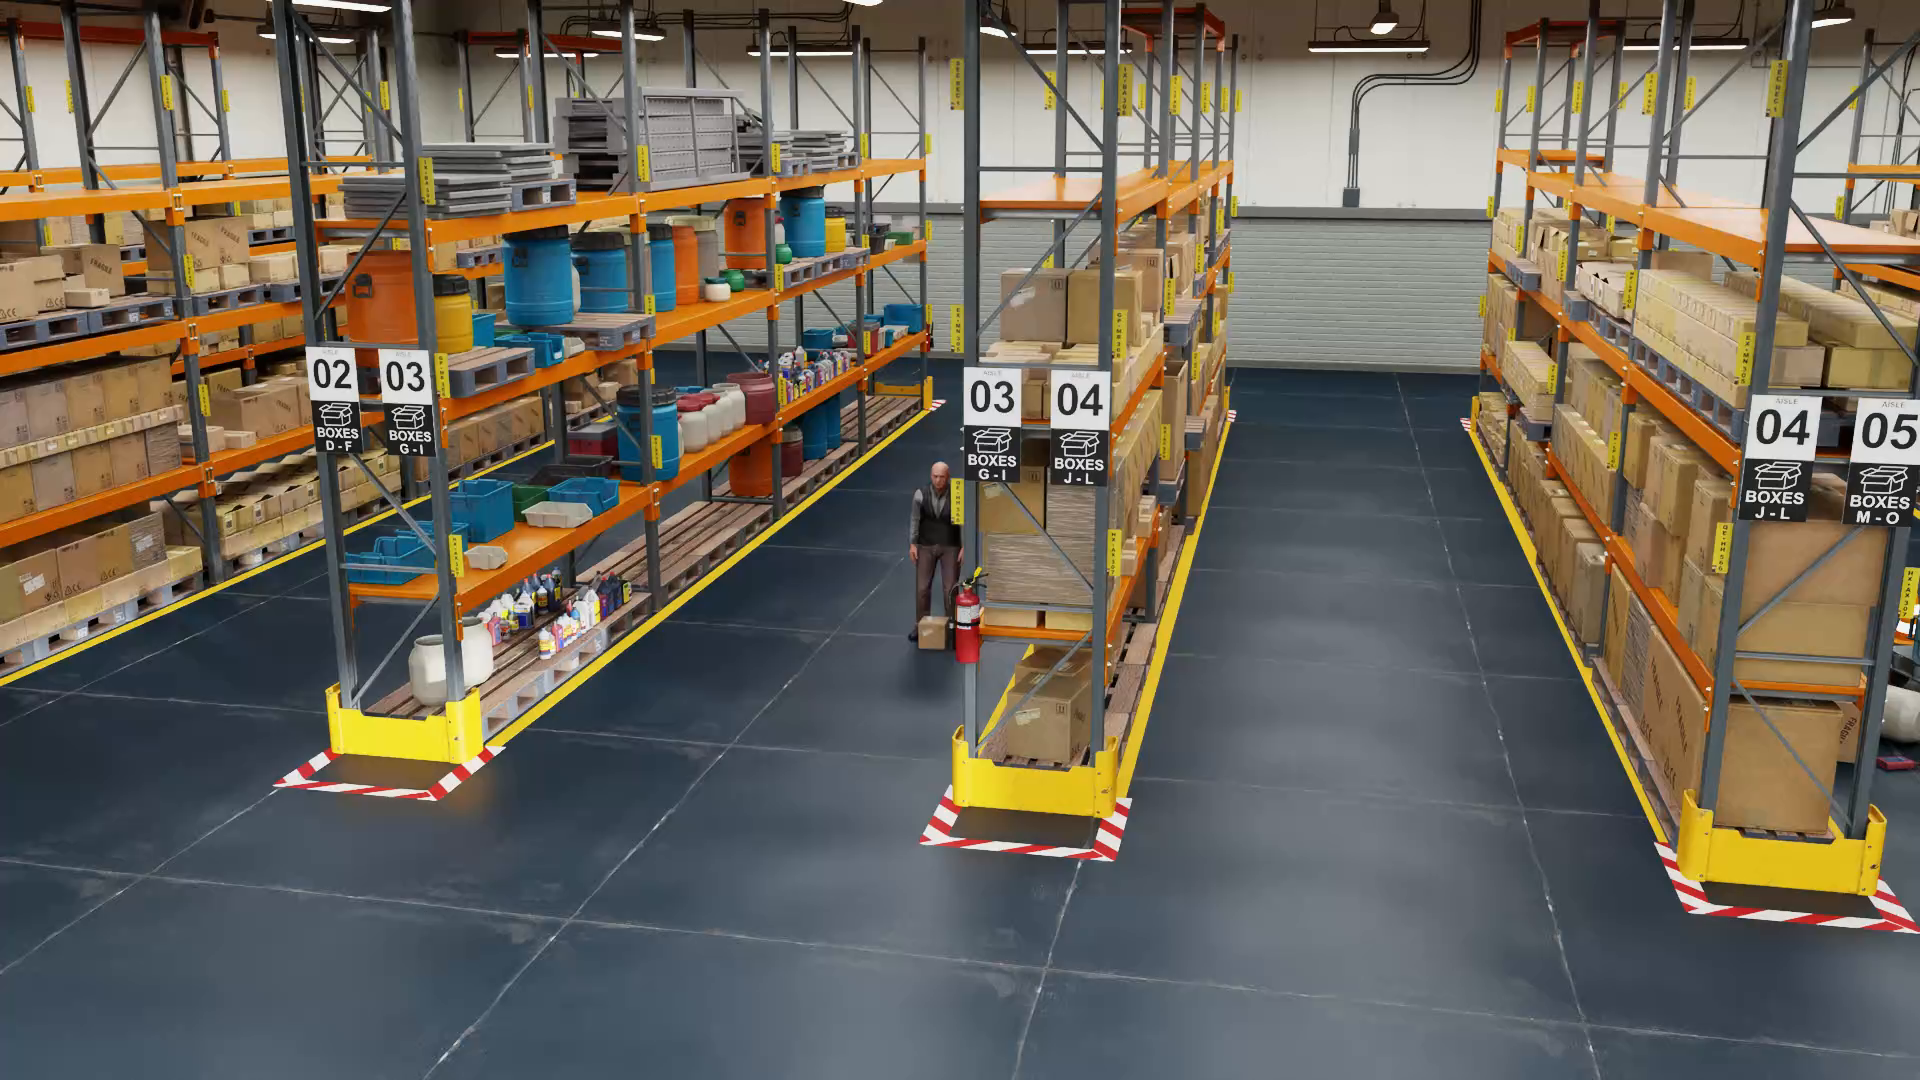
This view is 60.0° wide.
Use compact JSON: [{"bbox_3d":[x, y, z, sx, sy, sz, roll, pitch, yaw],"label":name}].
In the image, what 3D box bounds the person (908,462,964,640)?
[{"bbox_3d":[-0.192,0.091,15.711,0.579,1.719,0.424,2,15,9],"label":"person"}]
